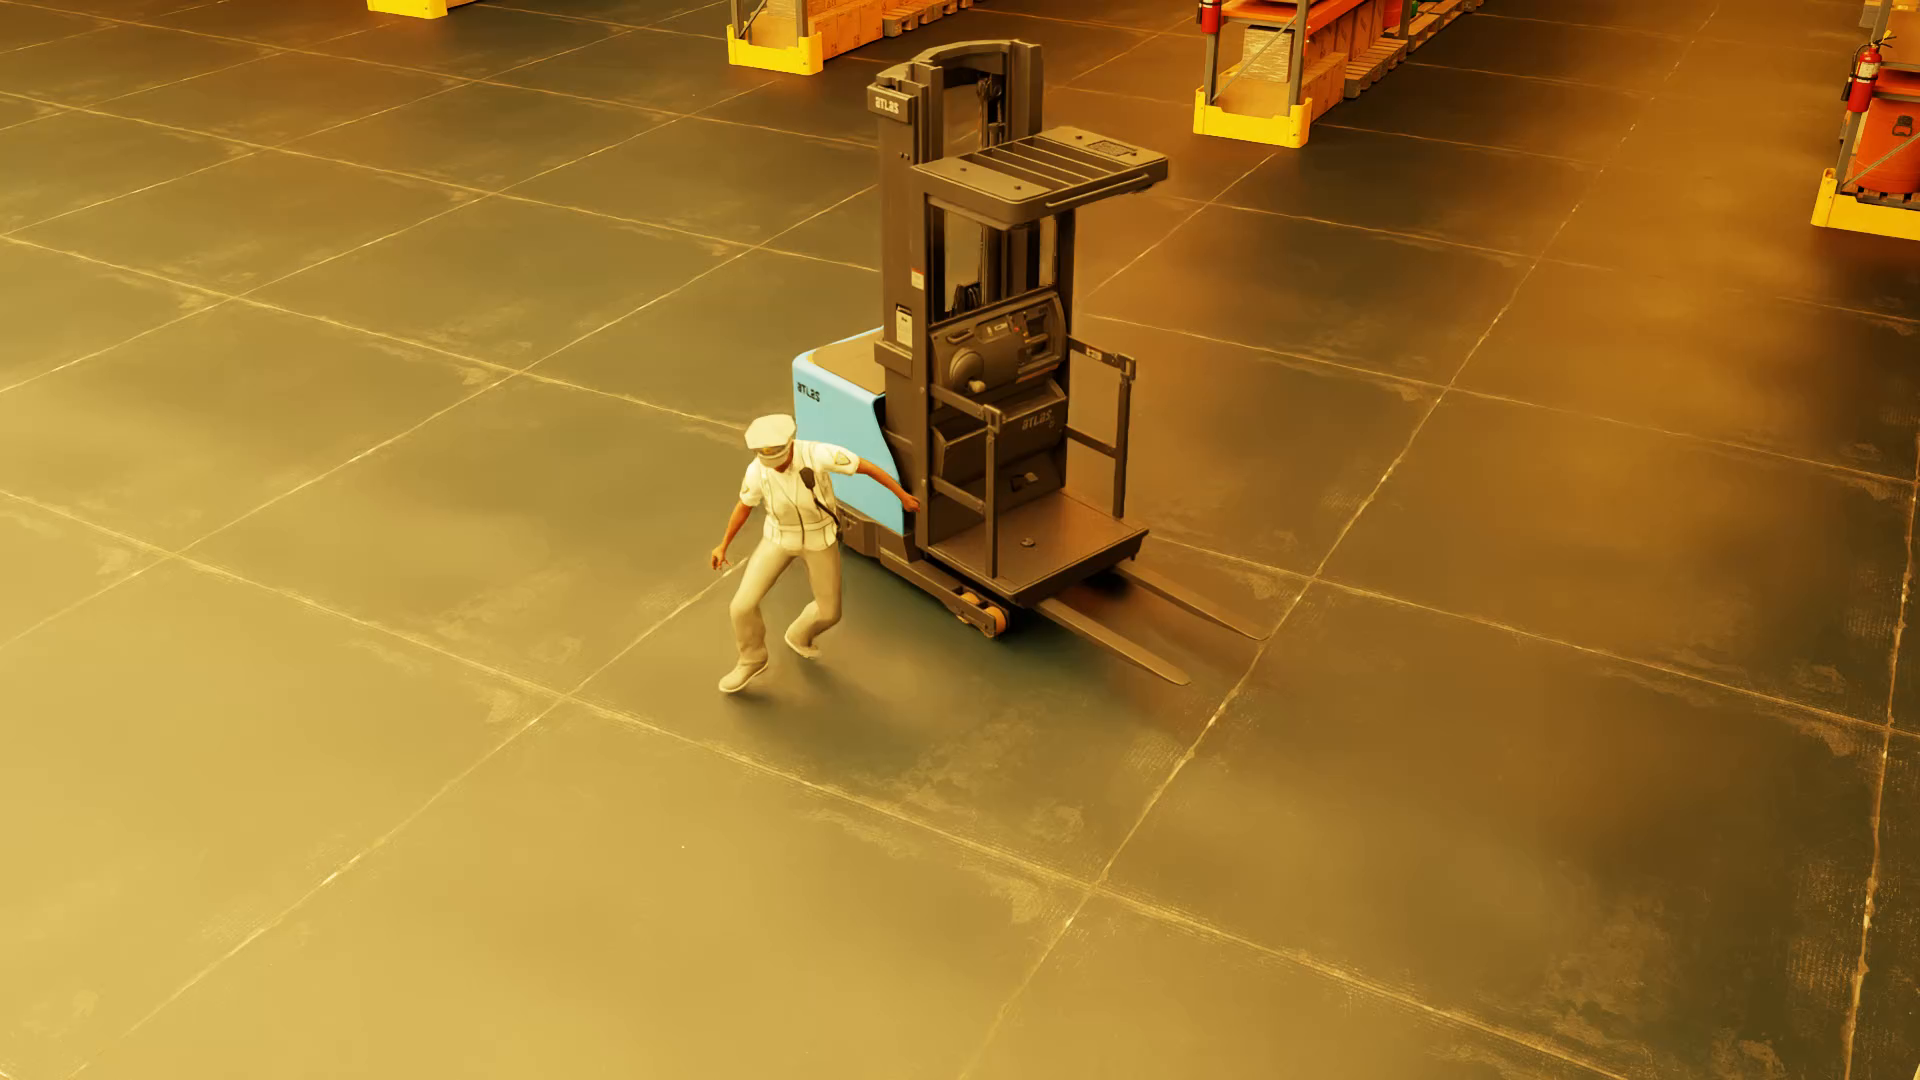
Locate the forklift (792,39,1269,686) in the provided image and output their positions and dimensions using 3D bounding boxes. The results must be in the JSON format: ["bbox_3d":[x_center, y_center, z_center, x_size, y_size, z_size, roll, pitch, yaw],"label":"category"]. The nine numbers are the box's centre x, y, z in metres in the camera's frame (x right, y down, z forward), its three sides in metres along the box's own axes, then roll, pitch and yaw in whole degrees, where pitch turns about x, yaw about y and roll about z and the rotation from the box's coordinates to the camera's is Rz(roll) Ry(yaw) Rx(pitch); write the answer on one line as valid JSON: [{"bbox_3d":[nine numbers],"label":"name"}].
[{"bbox_3d":[0.358,-1.025,8.847,1.130,2.935,3.031,-24,38,-35],"label":"forklift"}]

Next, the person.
[{"bbox_3d":[-0.736,0.047,8.474,1.080,1.569,0.560,-4,30,-8],"label":"person"}]
